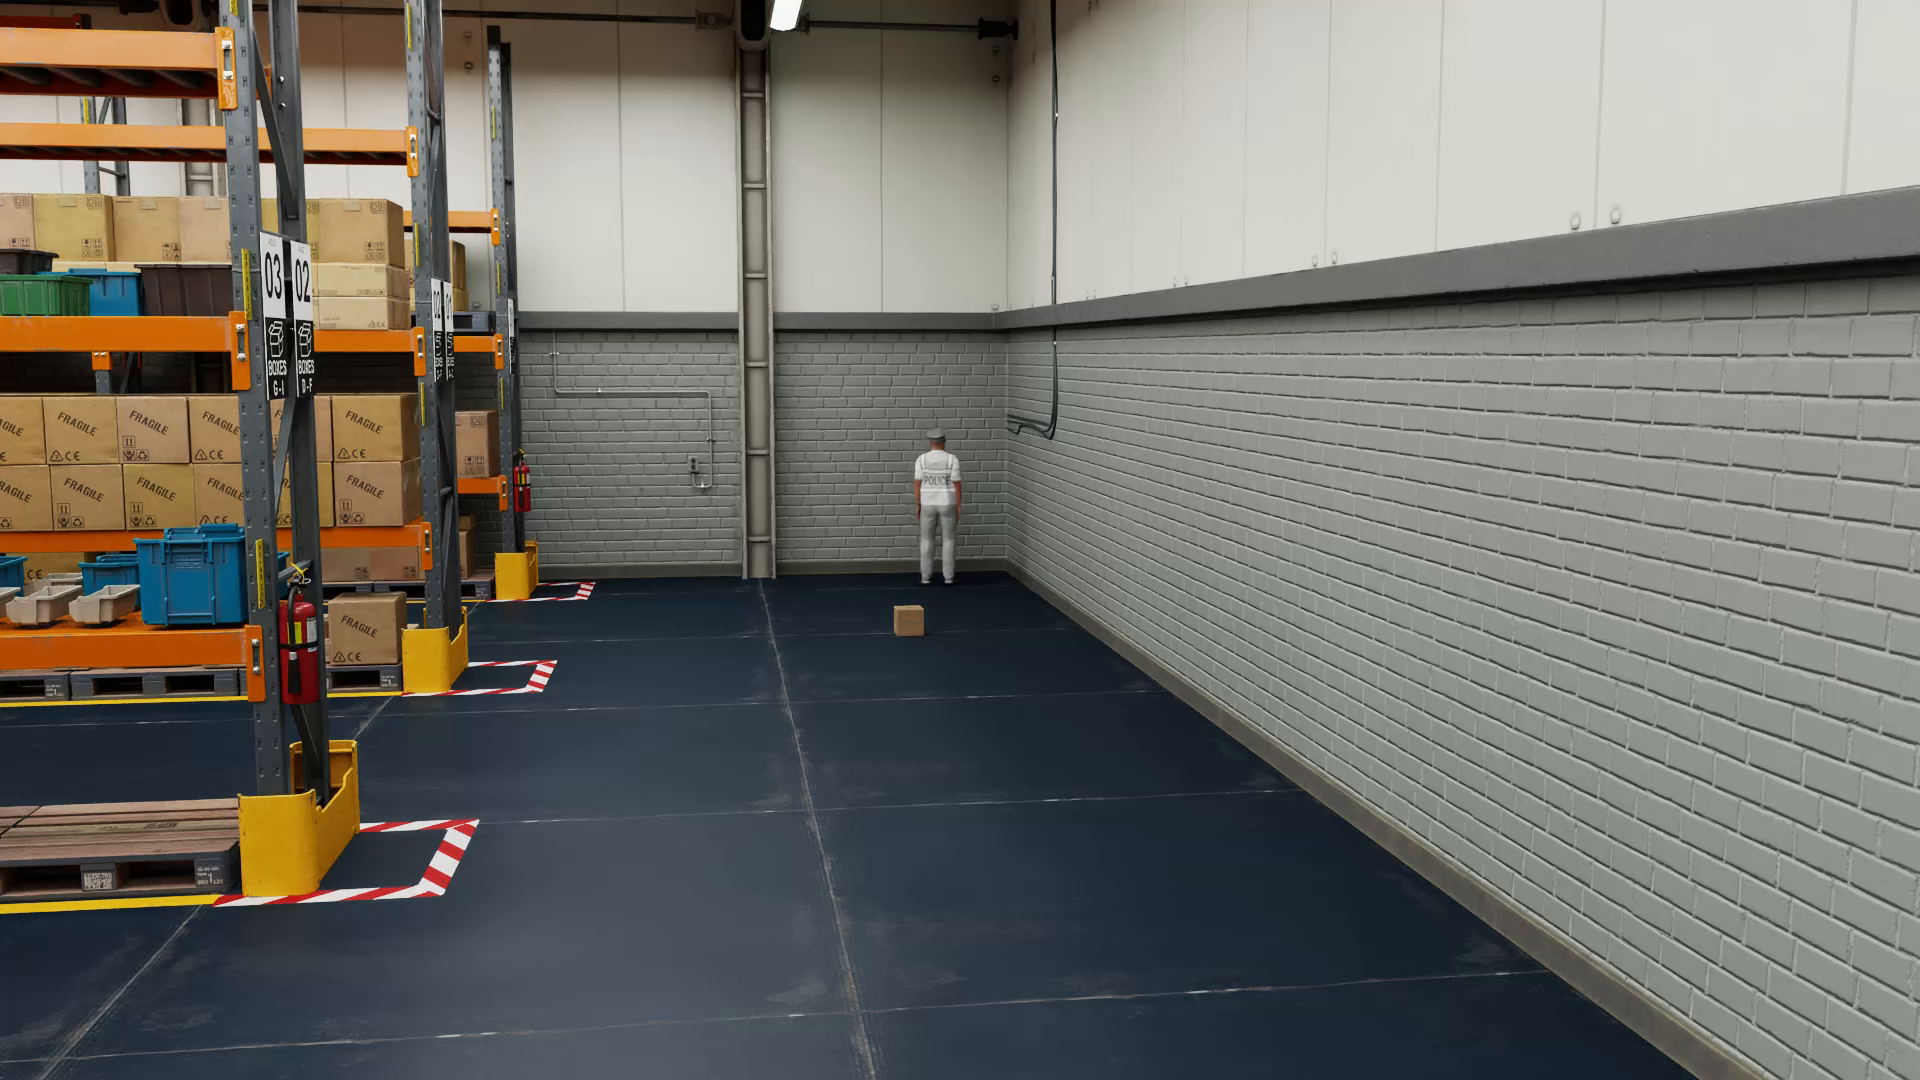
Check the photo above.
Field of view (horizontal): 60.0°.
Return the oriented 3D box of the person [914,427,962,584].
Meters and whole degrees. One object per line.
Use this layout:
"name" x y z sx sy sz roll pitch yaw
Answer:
"person" -0.245 -0.383 18.826 0.535 1.779 0.402 0 6 4
